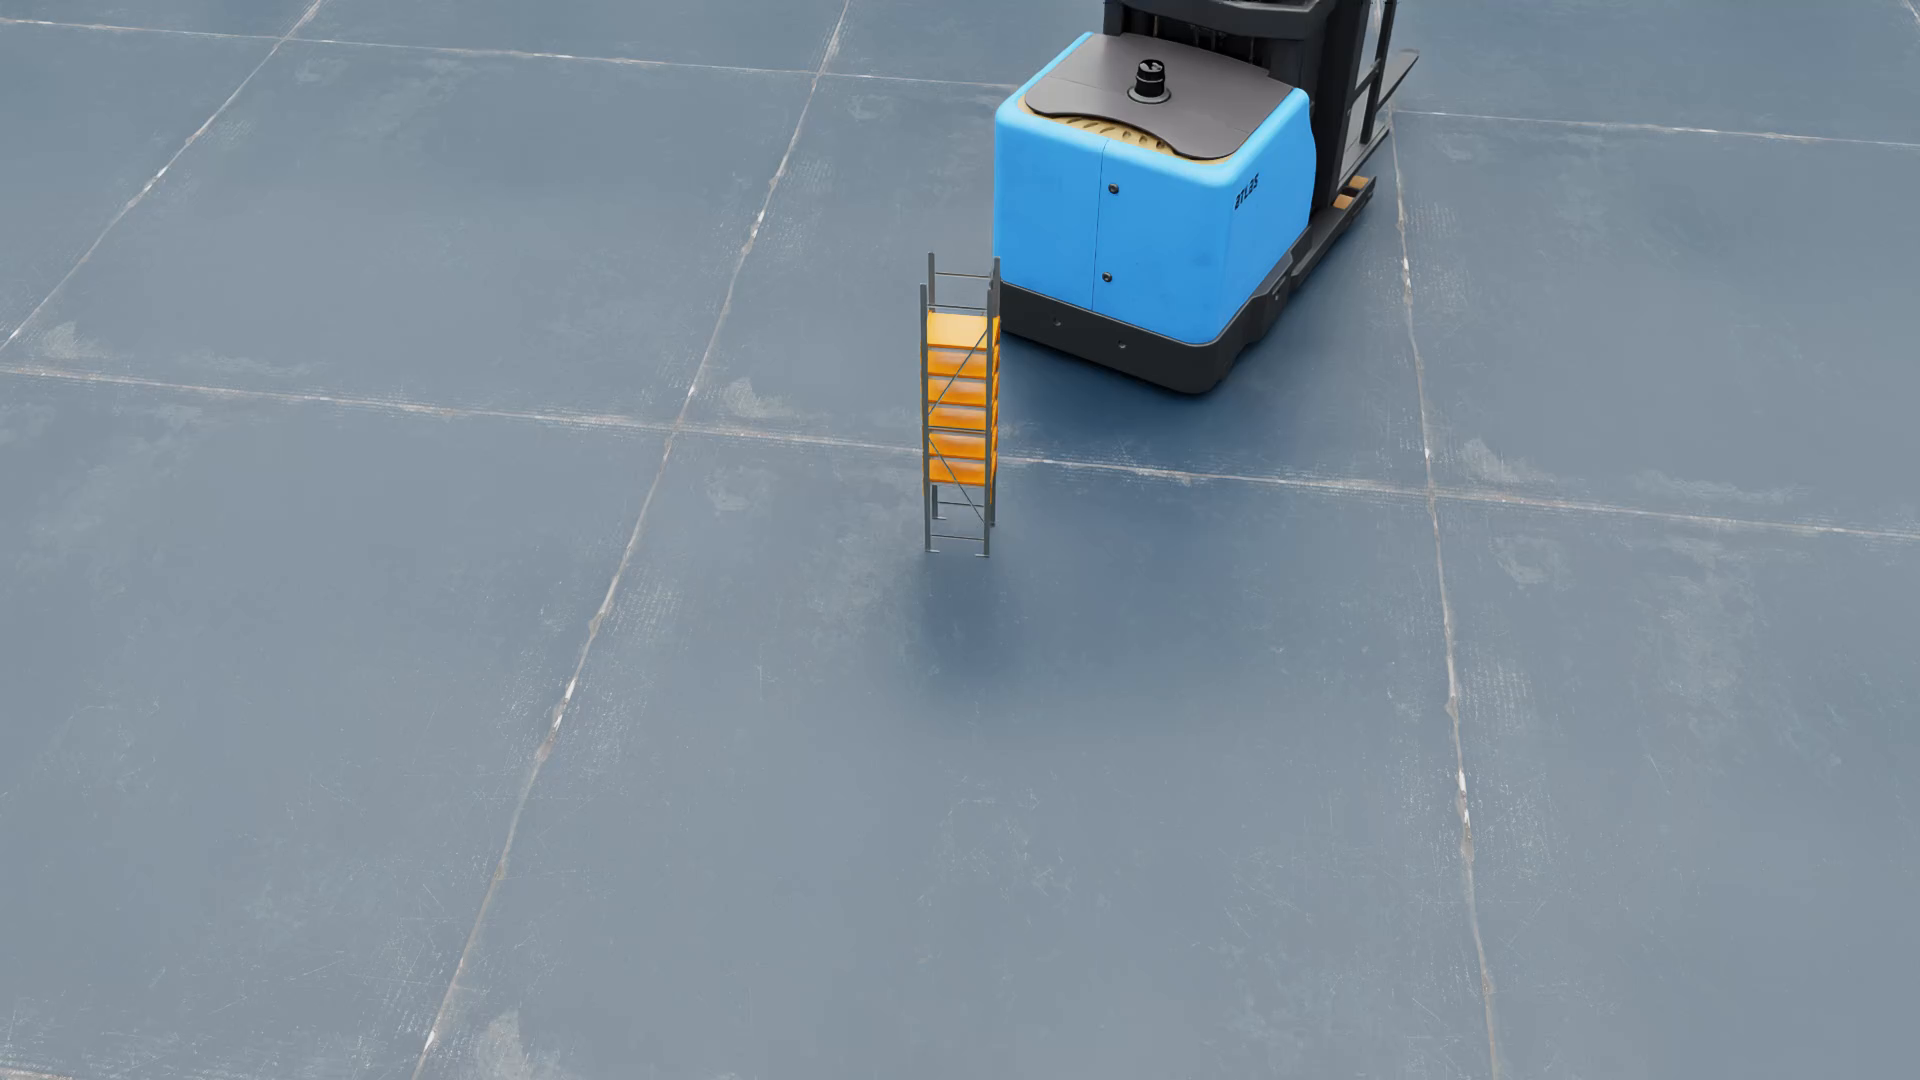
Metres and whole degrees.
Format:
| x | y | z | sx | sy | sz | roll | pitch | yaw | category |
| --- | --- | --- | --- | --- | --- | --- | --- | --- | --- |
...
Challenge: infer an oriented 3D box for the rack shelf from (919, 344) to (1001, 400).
| x | y | z | sx | sy | sz | roll | pitch | yaw | category |
| --- | --- | --- | --- | --- | --- | --- | --- | --- | --- |
| 0.002 | -0.588 | 5.713 | 0.258 | 0.103 | 0.180 | 5 | 44 | 6 | rack shelf |

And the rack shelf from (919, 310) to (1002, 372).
| x | y | z | sx | sy | sz | roll | pitch | yaw | category |
| --- | --- | --- | --- | --- | --- | --- | --- | --- | --- |
| 0.002 | -0.675 | 5.631 | 0.258 | 0.103 | 0.180 | 5 | 44 | 6 | rack shelf |

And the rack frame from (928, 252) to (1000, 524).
| x | y | z | sx | sy | sz | roll | pitch | yaw | category |
| --- | --- | --- | --- | --- | --- | --- | --- | --- | --- |
| 0.014 | -0.508 | 5.914 | 0.240 | 1.200 | 0.006 | 5 | 44 | 6 | rack frame |

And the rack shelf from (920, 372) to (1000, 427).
| x | y | z | sx | sy | sz | roll | pitch | yaw | category |
| --- | --- | --- | --- | --- | --- | --- | --- | --- | --- |
| 0.002 | -0.500 | 5.796 | 0.258 | 0.103 | 0.180 | 5 | 44 | 6 | rack shelf |

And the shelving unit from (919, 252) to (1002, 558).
| x | y | z | sx | sy | sz | roll | pitch | yaw | category |
| --- | --- | --- | --- | --- | --- | --- | --- | --- | --- |
| 0.002 | -0.446 | 5.848 | 0.258 | 1.200 | 0.189 | 5 | 44 | 6 | shelving unit |

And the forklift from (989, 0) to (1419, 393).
| x | y | z | sx | sy | sz | roll | pitch | yaw | category |
| --- | --- | --- | --- | --- | --- | --- | --- | --- | --- |
| 1.310 | -2.659 | 6.927 | 1.130 | 2.935 | 3.031 | 22 | 48 | 22 | forklift |

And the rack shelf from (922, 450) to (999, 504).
| x | y | z | sx | sy | sz | roll | pitch | yaw | category |
| --- | --- | --- | --- | --- | --- | --- | --- | --- | --- |
| 0.002 | -0.239 | 6.043 | 0.258 | 0.103 | 0.180 | 5 | 44 | 6 | rack shelf |

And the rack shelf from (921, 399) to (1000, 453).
| x | y | z | sx | sy | sz | roll | pitch | yaw | category |
| --- | --- | --- | --- | --- | --- | --- | --- | --- | --- |
| 0.002 | -0.413 | 5.878 | 0.258 | 0.103 | 0.180 | 5 | 44 | 6 | rack shelf |

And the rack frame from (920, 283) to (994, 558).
| x | y | z | sx | sy | sz | roll | pitch | yaw | category |
| --- | --- | --- | --- | --- | --- | --- | --- | --- | --- |
| -0.010 | -0.383 | 5.782 | 0.240 | 1.200 | 0.006 | 5 | 44 | 6 | rack frame |

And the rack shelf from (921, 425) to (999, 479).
| x | y | z | sx | sy | sz | roll | pitch | yaw | category |
| --- | --- | --- | --- | --- | --- | --- | --- | --- | --- |
| 0.002 | -0.326 | 5.961 | 0.258 | 0.103 | 0.180 | 5 | 44 | 6 | rack shelf |
